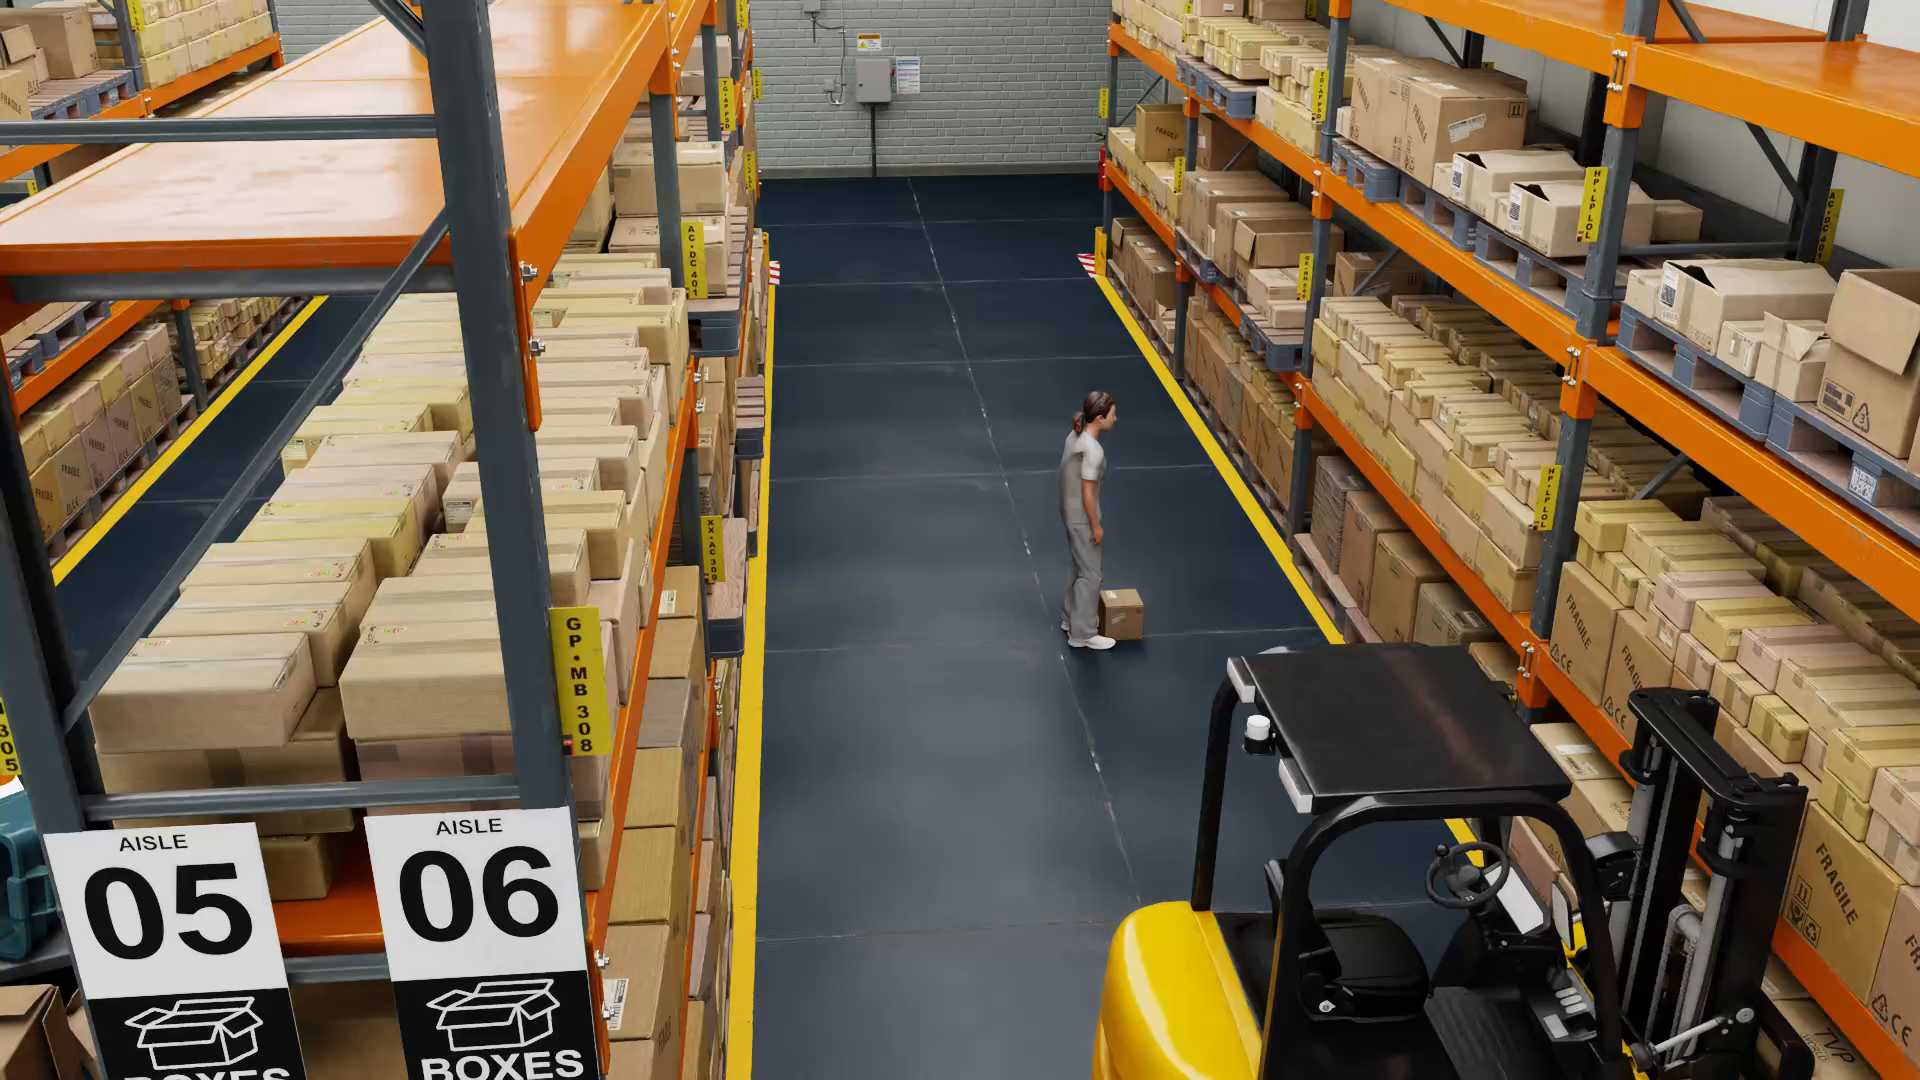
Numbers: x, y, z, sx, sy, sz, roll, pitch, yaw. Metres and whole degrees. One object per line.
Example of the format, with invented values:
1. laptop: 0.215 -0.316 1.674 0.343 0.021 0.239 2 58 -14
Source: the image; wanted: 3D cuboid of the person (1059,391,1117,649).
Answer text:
1. person: 0.812 -0.145 10.638 0.352 1.673 0.494 -2 24 -6
